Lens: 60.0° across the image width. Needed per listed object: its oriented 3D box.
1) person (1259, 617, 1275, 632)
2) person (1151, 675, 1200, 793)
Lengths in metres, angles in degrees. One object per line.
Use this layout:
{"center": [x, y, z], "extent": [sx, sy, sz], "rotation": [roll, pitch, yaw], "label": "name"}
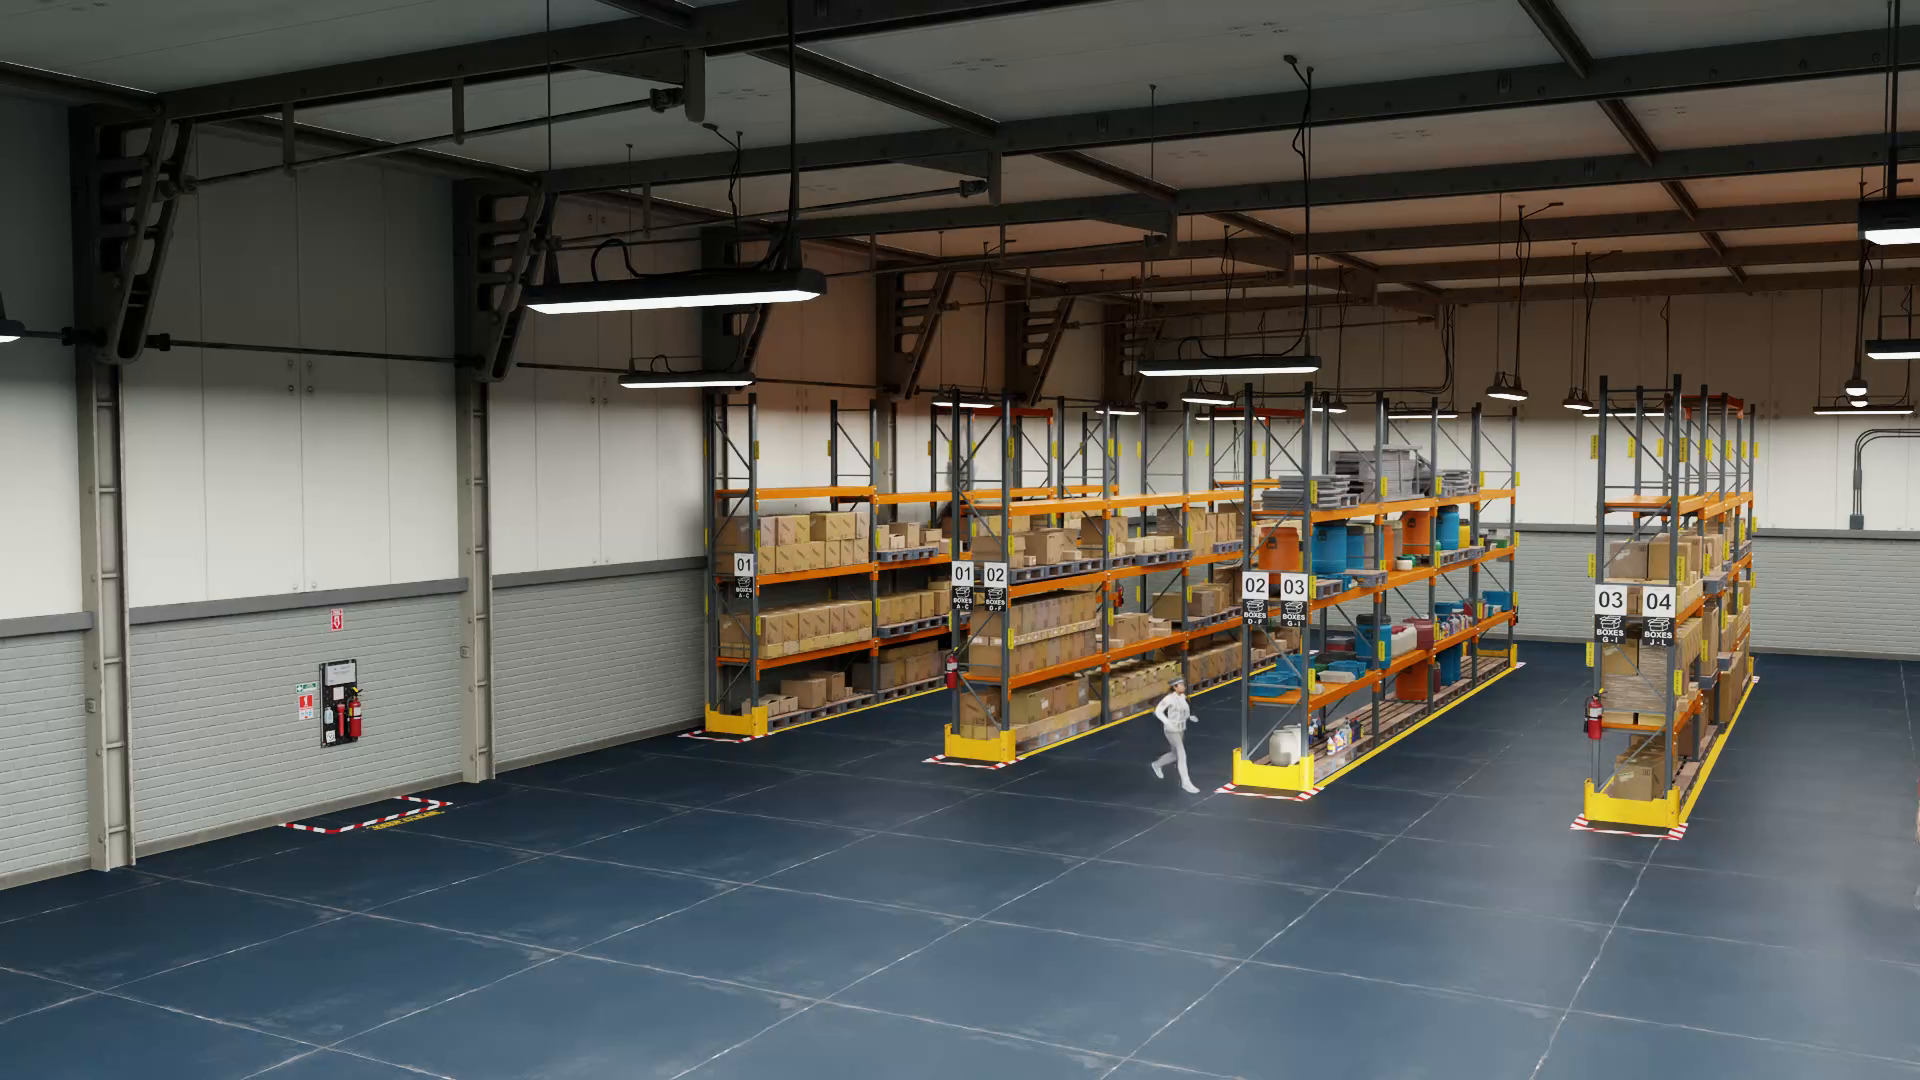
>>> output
{"center": [7.779, 1.857, 42.195], "extent": [0.614, 1.721, 0.679], "rotation": [1, 3, 24], "label": "person"}
{"center": [3.139, 2.835, 24.552], "extent": [0.913, 1.709, 0.615], "rotation": [3, 4, 39], "label": "person"}
